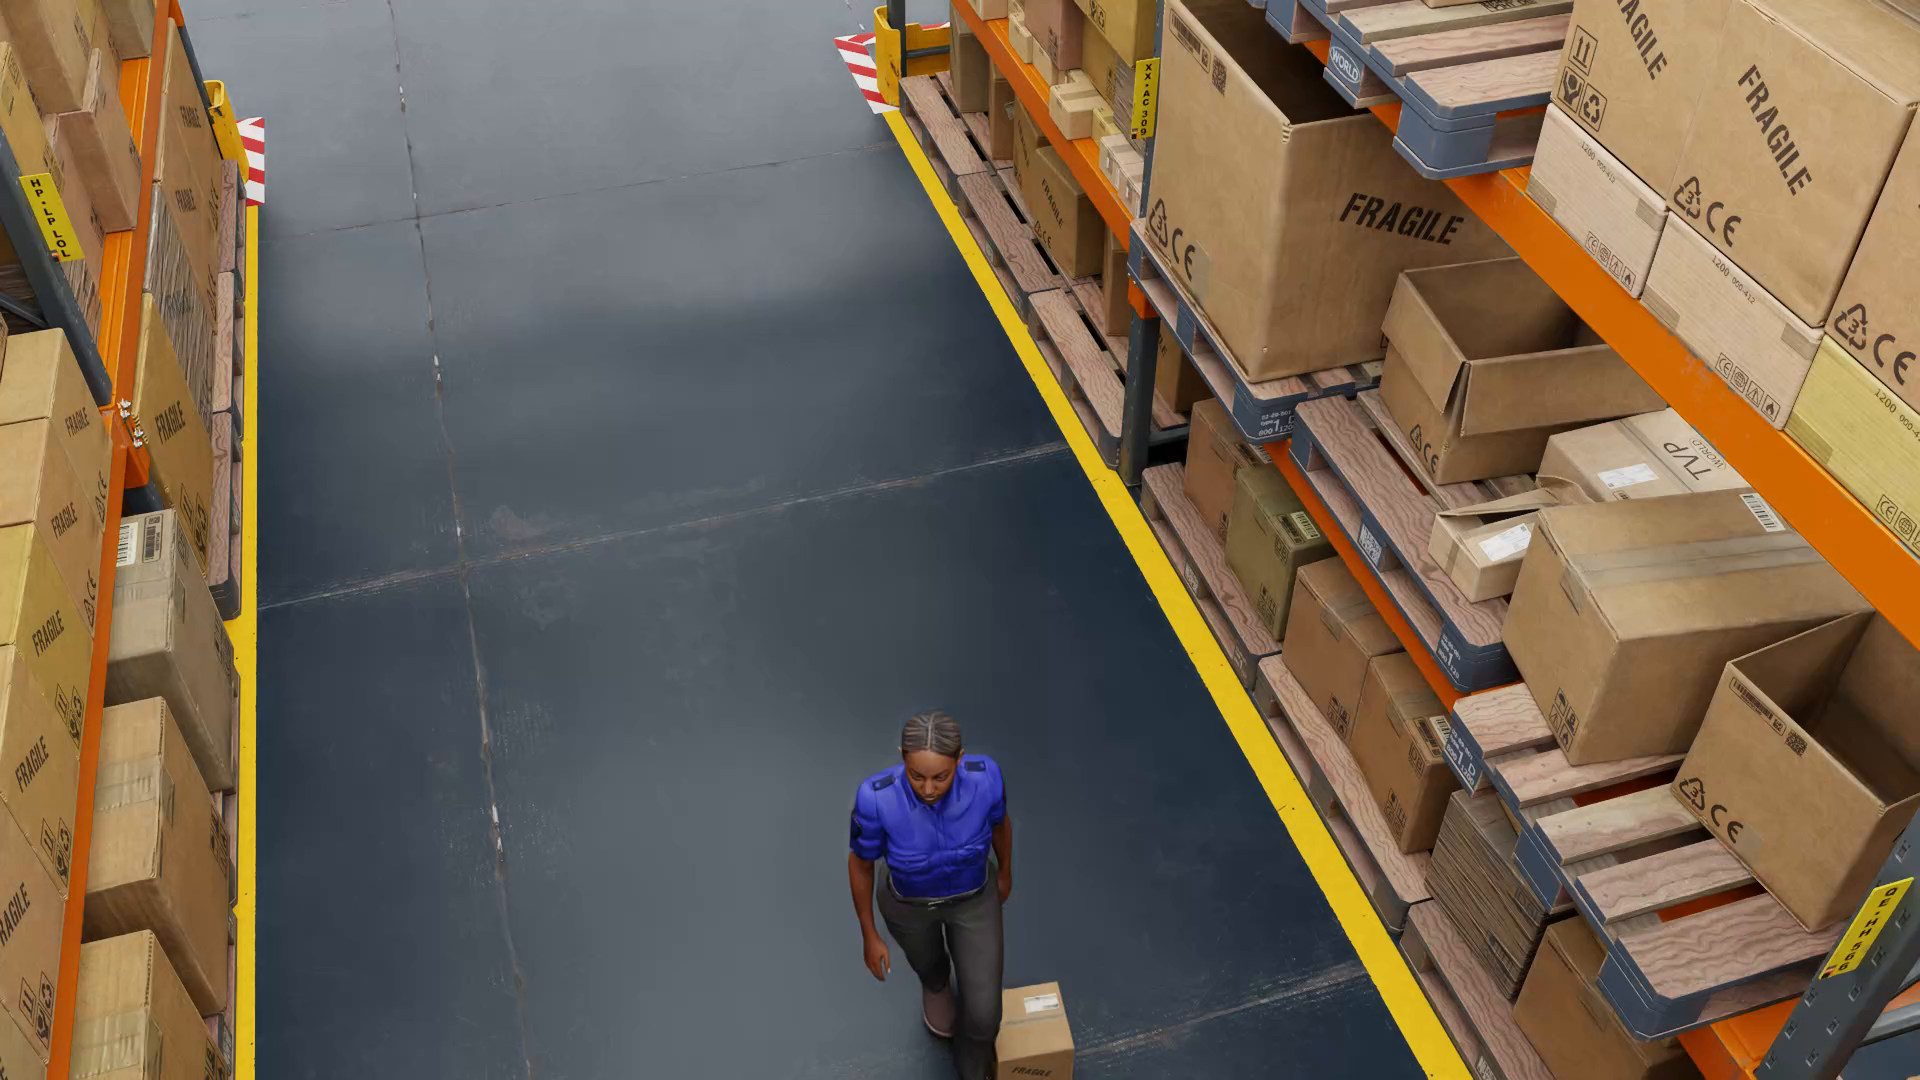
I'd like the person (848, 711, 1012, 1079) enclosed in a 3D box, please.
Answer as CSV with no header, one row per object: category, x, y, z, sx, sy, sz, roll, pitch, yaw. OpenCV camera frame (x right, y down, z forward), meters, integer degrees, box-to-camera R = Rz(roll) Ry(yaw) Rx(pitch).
person,-0.077,1.096,4.994,0.499,1.706,0.609,-5,43,-6
